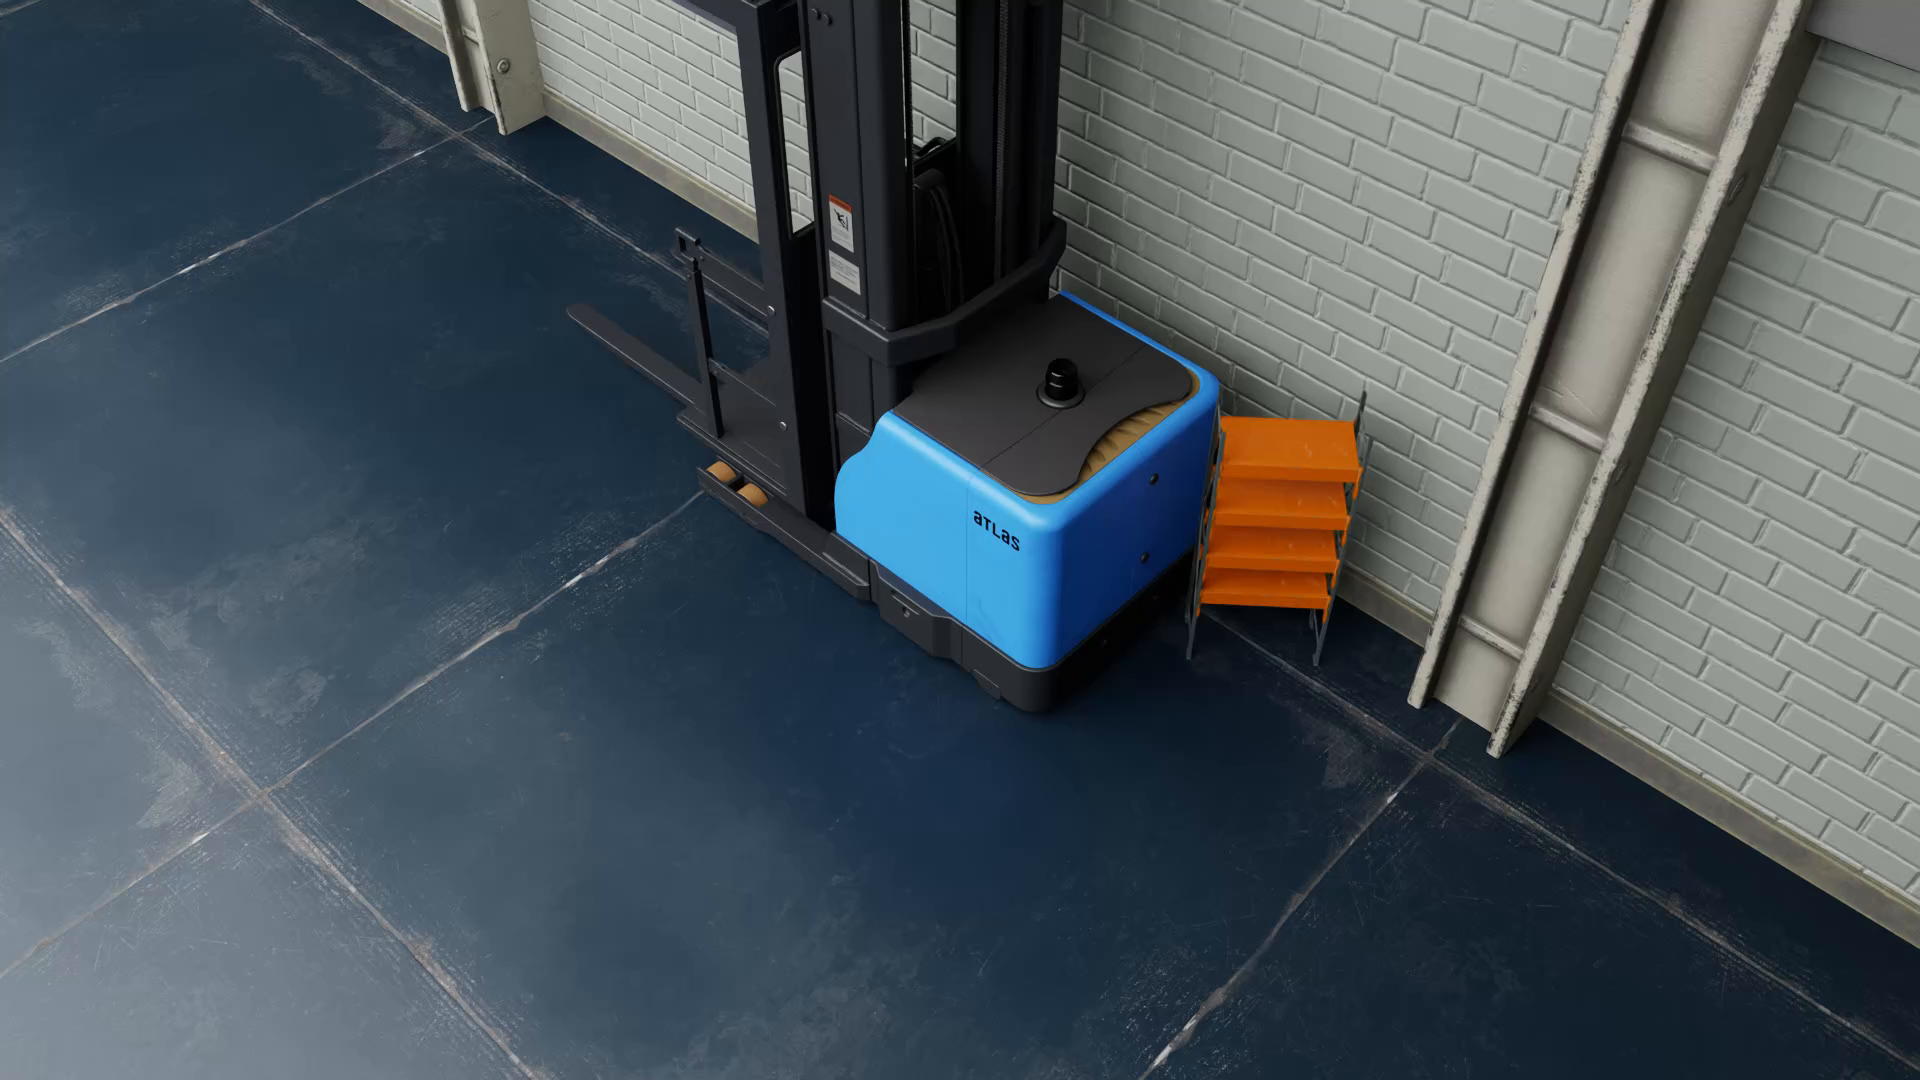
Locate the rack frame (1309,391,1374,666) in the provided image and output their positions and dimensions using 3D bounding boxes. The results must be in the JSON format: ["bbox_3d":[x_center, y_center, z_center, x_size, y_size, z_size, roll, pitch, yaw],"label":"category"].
[{"bbox_3d":[1.377,-0.012,6.047,0.015,1.200,0.240,3,47,3],"label":"rack frame"}]

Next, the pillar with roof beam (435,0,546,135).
[{"bbox_3d":[-5.392,-3.115,3.611,0.400,9.000,9.100,34,55,28],"label":"pillar with roof beam"}]

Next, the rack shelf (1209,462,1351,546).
[{"bbox_3d":[1.133,-0.131,5.944,0.480,0.148,0.258,3,47,3],"label":"rack shelf"}]

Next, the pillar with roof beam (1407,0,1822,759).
[{"bbox_3d":[-0.983,-0.148,0.825,0.400,9.000,9.100,34,55,28],"label":"pillar with roof beam"}]

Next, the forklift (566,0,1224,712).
[{"bbox_3d":[-0.458,-1.318,6.086,3.031,2.935,1.130,34,56,28],"label":"forklift"}]

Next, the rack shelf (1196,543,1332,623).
[{"bbox_3d":[1.133,0.159,6.251,0.480,0.148,0.258,3,47,3],"label":"rack shelf"}]

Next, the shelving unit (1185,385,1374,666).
[{"bbox_3d":[1.133,-0.023,6.058,0.503,1.200,0.258,3,47,3],"label":"shelving unit"}]

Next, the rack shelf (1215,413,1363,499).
[{"bbox_3d":[1.133,-0.292,5.771,0.480,0.148,0.258,3,47,3],"label":"rack shelf"}]

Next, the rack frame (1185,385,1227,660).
[{"bbox_3d":[0.890,-0.035,6.068,0.015,1.200,0.240,3,47,3],"label":"rack frame"}]

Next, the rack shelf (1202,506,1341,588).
[{"bbox_3d":[1.133,0.023,6.107,0.480,0.148,0.258,3,47,3],"label":"rack shelf"}]
